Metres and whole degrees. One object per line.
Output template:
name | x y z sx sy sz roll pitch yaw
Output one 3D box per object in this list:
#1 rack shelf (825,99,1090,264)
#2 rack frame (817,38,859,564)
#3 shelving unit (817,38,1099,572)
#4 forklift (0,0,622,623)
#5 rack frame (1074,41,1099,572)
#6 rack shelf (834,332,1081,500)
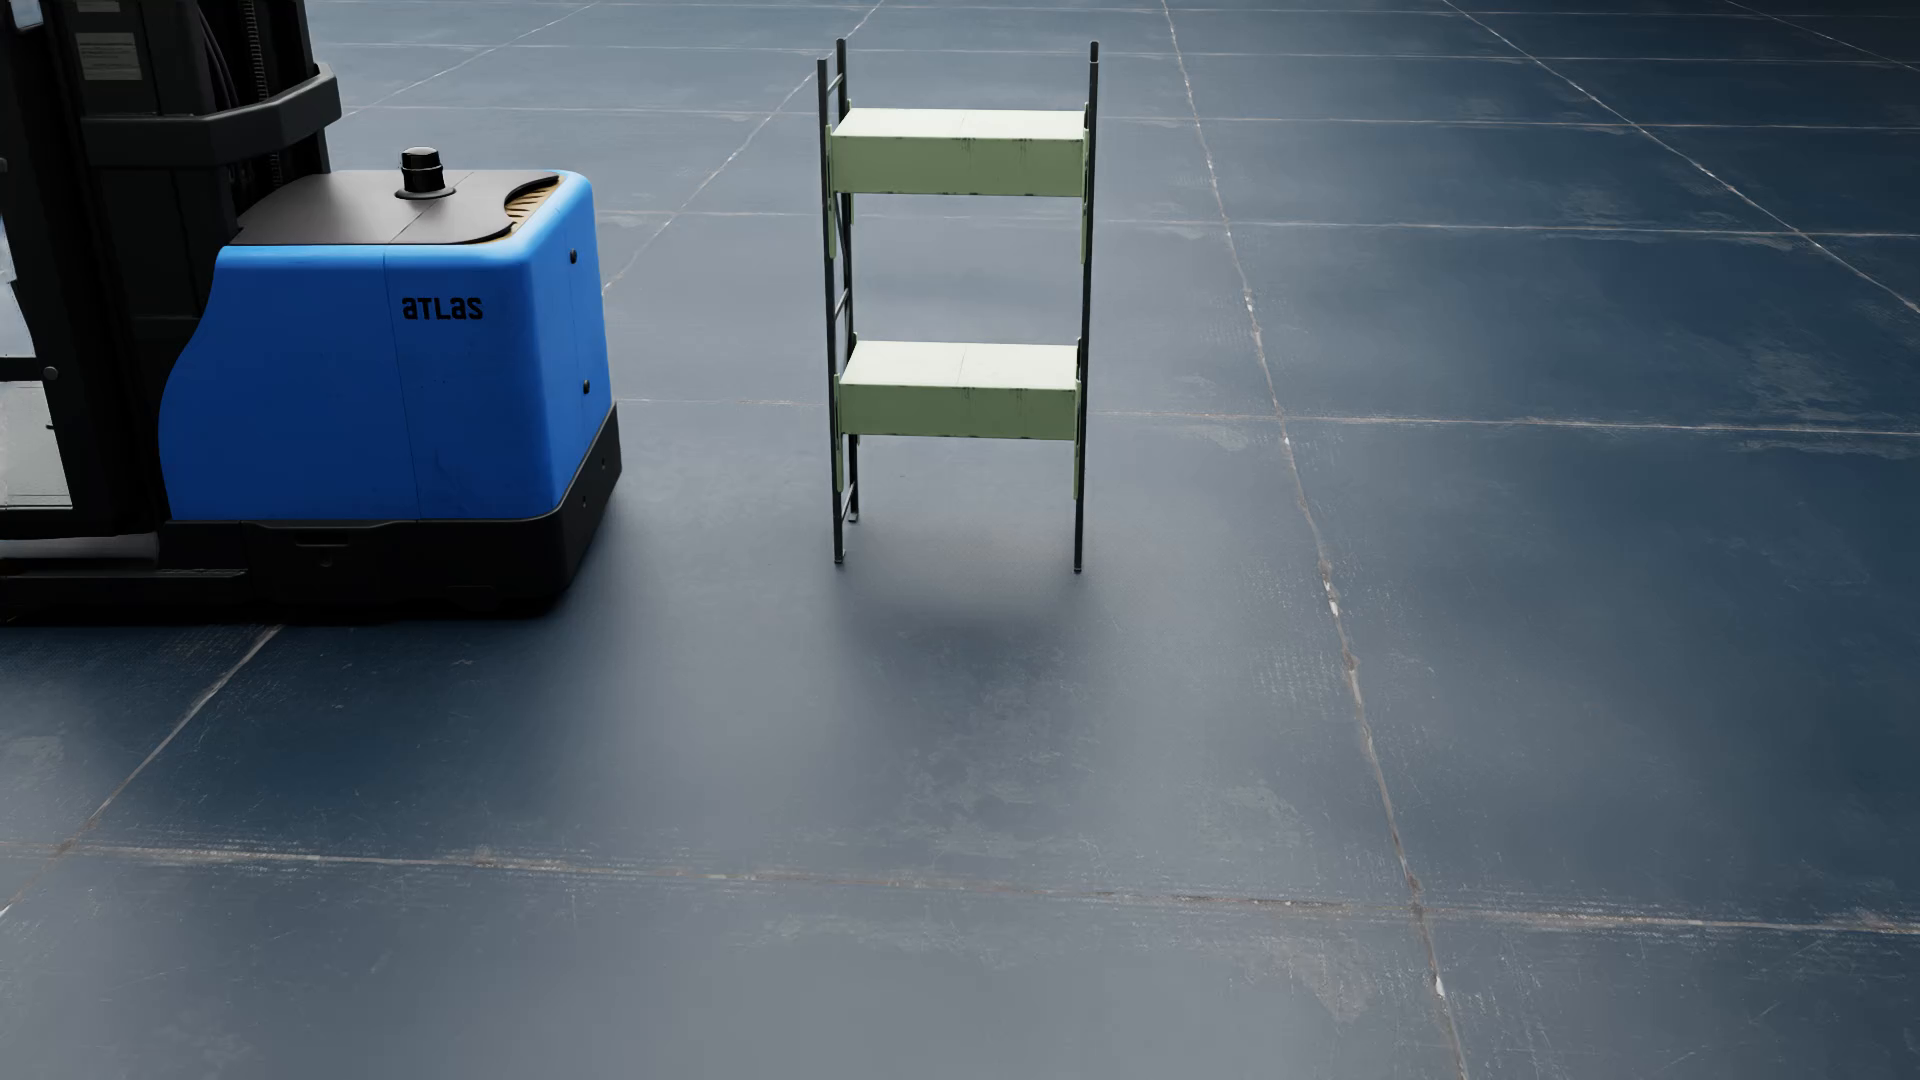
rack shelf | 0.007 -1.036 4.773 0.720 0.370 0.431 2 25 4
rack frame | -0.358 -0.693 4.962 0.023 1.500 0.400 2 25 4
shelving unit | 0.007 -0.681 4.936 0.755 1.500 0.431 2 25 4
forklift | -2.647 -1.317 4.605 3.031 2.935 1.130 0 25 0
rack frame | 0.372 -0.669 4.911 0.023 1.500 0.400 2 25 4
rack shelf | 0.007 -0.385 5.072 0.720 0.370 0.431 2 25 4
